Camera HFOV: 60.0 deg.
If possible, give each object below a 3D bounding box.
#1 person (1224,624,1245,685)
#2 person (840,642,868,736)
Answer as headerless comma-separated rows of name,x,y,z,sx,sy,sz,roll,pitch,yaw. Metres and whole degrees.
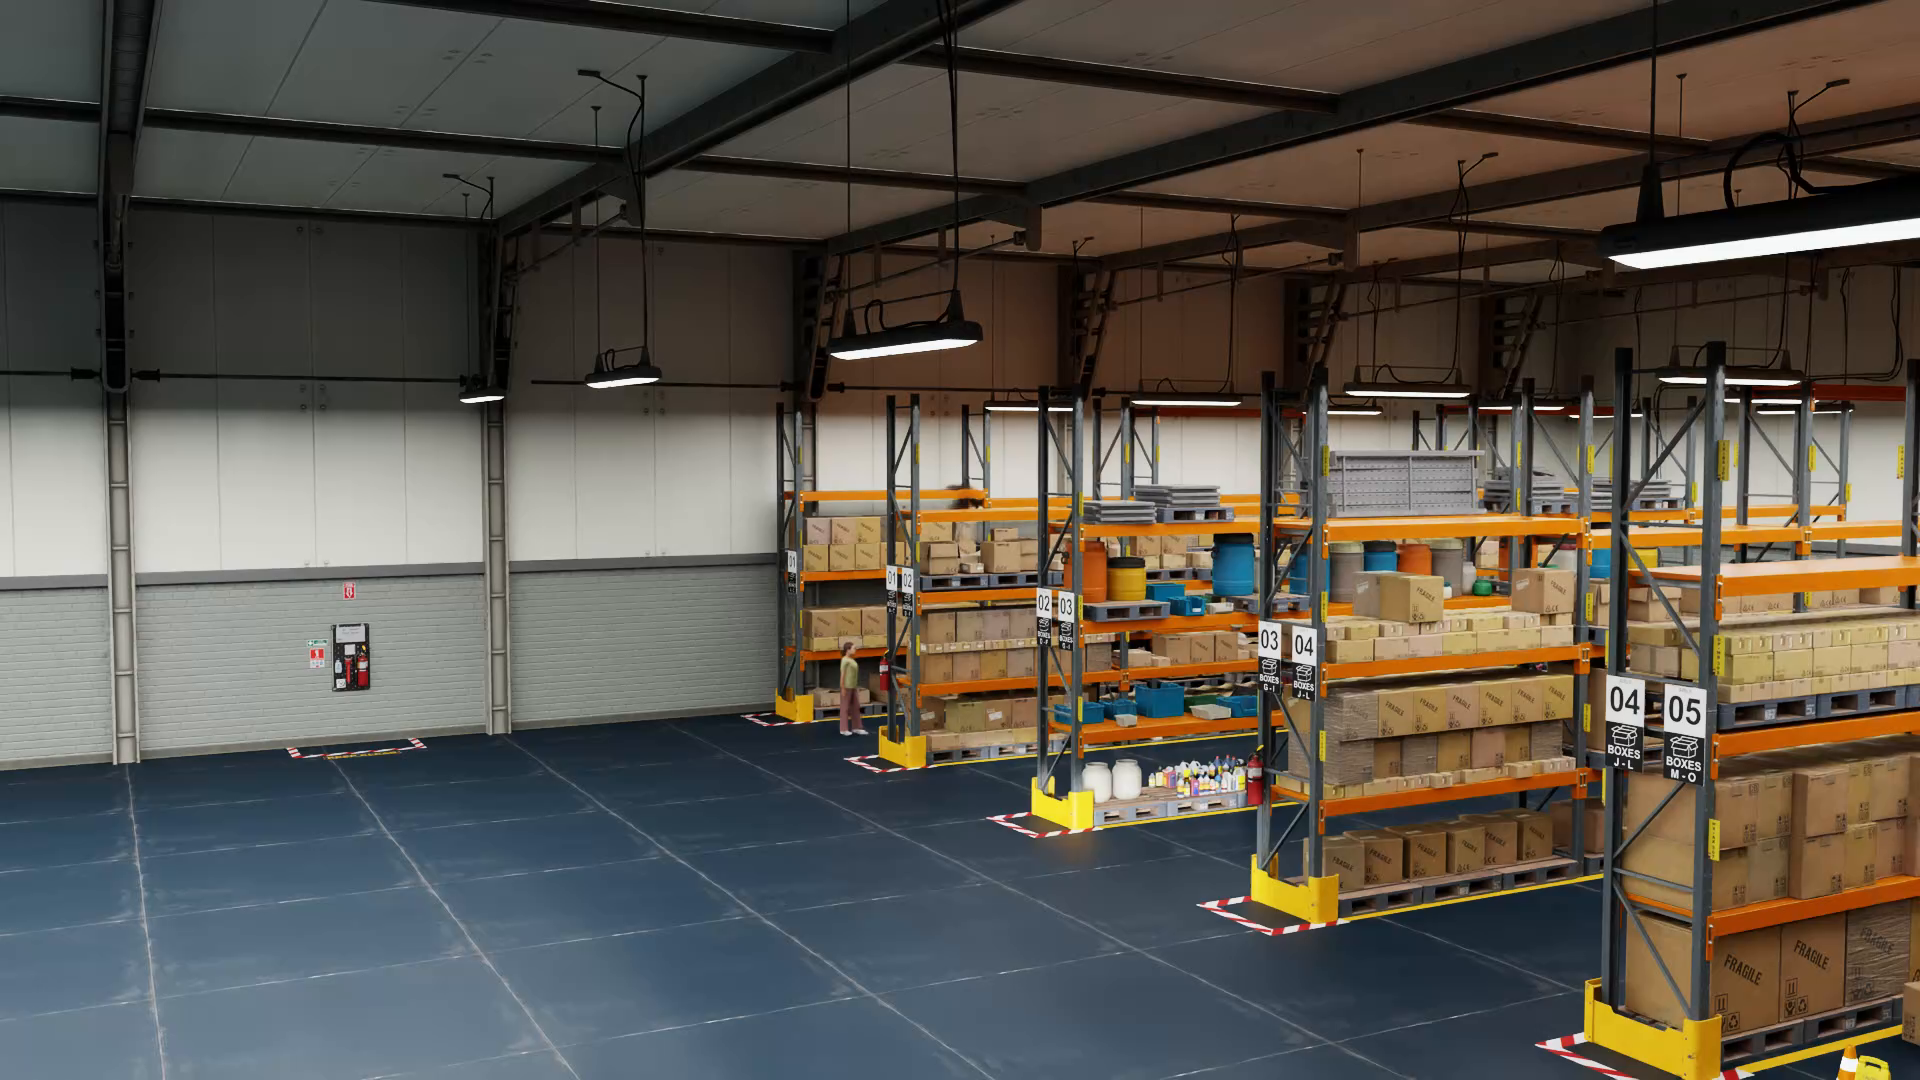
person,5.337,2.432,32.369,0.632,1.796,0.354,-3,4,-38
person,-1.927,2.664,29.713,0.451,1.695,0.510,1,3,20
